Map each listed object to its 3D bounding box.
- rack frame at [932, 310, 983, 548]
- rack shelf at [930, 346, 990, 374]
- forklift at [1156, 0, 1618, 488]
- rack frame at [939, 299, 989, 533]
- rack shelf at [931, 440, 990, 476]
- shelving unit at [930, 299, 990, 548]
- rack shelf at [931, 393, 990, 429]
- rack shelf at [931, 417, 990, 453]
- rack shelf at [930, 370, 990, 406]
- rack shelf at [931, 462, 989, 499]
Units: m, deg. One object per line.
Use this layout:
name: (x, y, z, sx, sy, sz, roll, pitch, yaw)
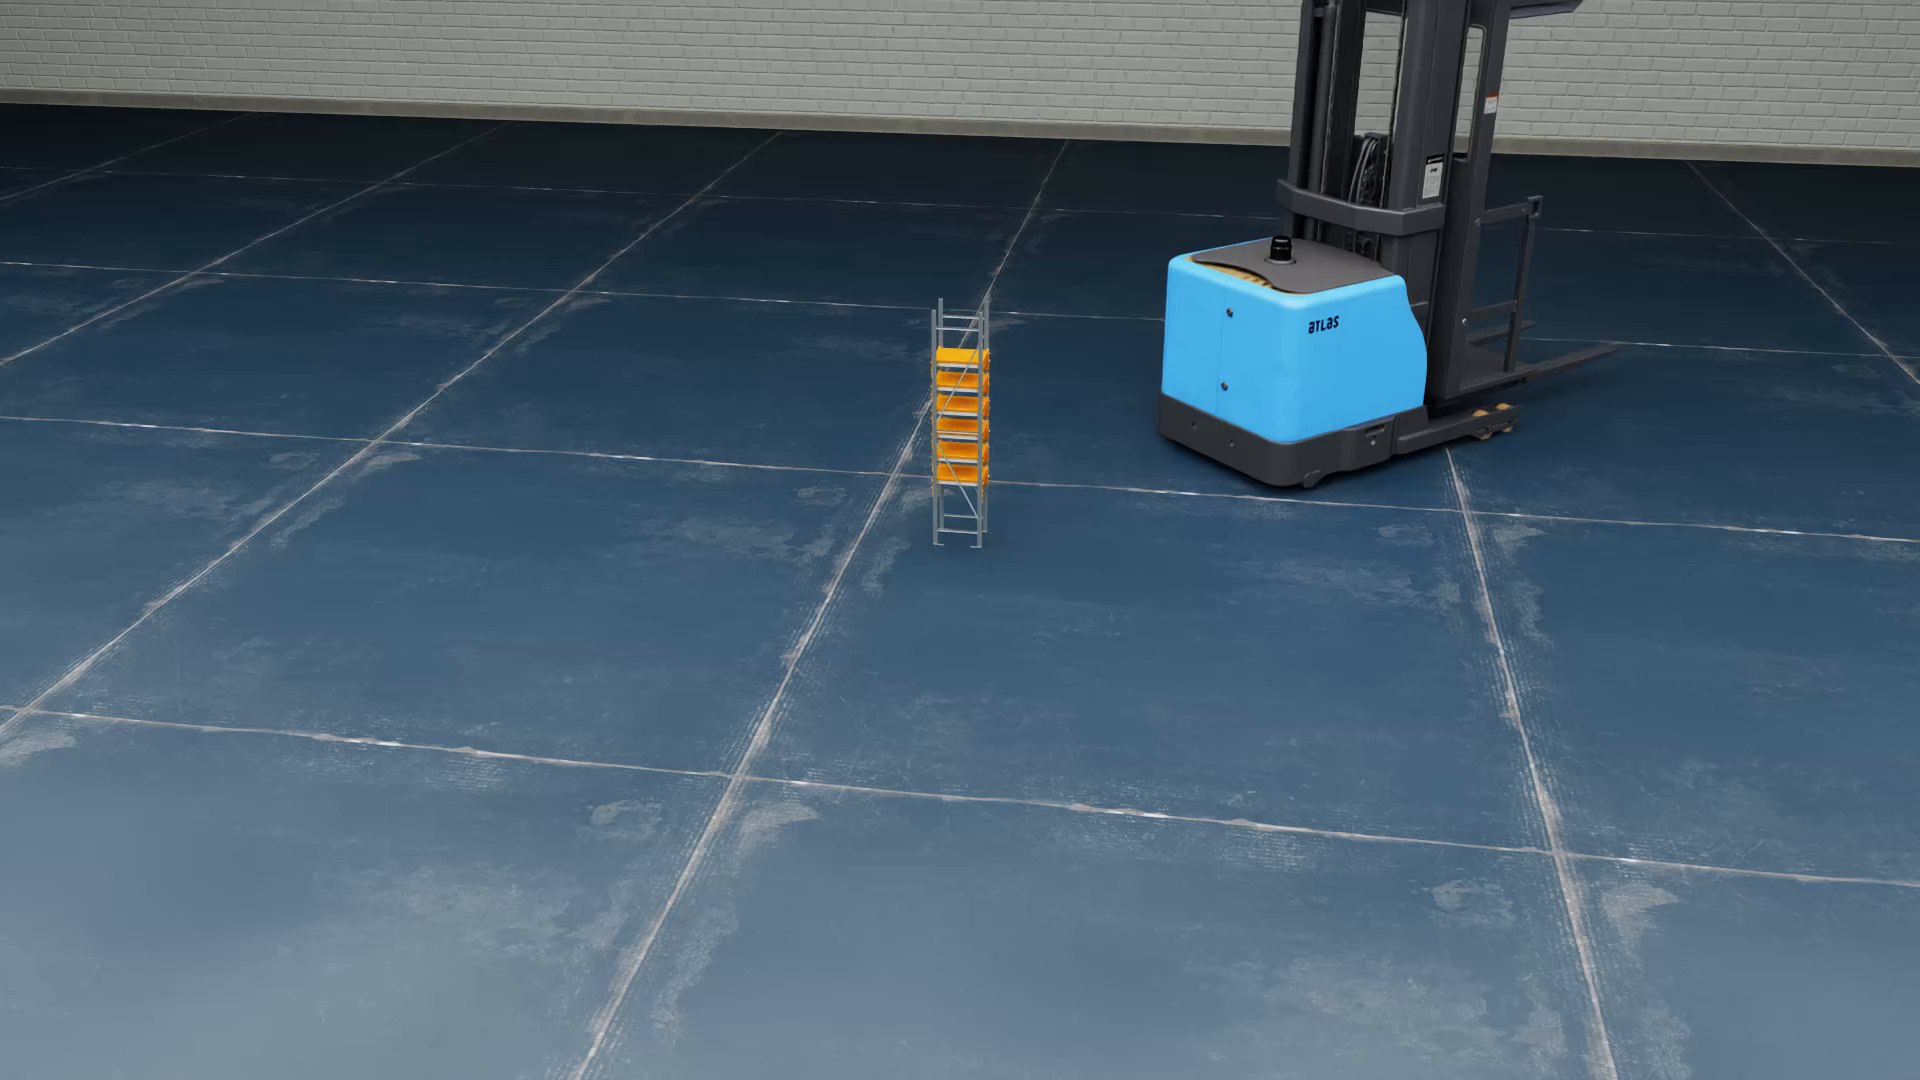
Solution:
rack frame: (-0.013, -0.511, 7.927, 0.240, 1.200, 0.006, 4, 25, 9)
rack shelf: (0.002, -0.835, 7.875, 0.258, 0.103, 0.180, 4, 25, 9)
forklift: (2.619, -2.068, 9.210, 3.031, 2.935, 1.130, -16, 29, -30)
rack frame: (0.017, -0.588, 8.090, 0.240, 1.200, 0.006, 4, 25, 9)
rack shelf: (0.002, -0.401, 8.078, 0.258, 0.103, 0.180, 4, 25, 9)
shelving unit: (0.002, -0.549, 8.009, 0.258, 1.200, 0.189, 4, 25, 9)
rack shelf: (0.002, -0.618, 7.977, 0.258, 0.103, 0.180, 4, 25, 9)
rack shelf: (0.002, -0.509, 8.027, 0.258, 0.103, 0.180, 4, 25, 9)
rack shelf: (0.002, -0.727, 7.926, 0.258, 0.103, 0.180, 4, 25, 9)
rack shelf: (0.002, -0.292, 8.129, 0.258, 0.103, 0.180, 4, 25, 9)
